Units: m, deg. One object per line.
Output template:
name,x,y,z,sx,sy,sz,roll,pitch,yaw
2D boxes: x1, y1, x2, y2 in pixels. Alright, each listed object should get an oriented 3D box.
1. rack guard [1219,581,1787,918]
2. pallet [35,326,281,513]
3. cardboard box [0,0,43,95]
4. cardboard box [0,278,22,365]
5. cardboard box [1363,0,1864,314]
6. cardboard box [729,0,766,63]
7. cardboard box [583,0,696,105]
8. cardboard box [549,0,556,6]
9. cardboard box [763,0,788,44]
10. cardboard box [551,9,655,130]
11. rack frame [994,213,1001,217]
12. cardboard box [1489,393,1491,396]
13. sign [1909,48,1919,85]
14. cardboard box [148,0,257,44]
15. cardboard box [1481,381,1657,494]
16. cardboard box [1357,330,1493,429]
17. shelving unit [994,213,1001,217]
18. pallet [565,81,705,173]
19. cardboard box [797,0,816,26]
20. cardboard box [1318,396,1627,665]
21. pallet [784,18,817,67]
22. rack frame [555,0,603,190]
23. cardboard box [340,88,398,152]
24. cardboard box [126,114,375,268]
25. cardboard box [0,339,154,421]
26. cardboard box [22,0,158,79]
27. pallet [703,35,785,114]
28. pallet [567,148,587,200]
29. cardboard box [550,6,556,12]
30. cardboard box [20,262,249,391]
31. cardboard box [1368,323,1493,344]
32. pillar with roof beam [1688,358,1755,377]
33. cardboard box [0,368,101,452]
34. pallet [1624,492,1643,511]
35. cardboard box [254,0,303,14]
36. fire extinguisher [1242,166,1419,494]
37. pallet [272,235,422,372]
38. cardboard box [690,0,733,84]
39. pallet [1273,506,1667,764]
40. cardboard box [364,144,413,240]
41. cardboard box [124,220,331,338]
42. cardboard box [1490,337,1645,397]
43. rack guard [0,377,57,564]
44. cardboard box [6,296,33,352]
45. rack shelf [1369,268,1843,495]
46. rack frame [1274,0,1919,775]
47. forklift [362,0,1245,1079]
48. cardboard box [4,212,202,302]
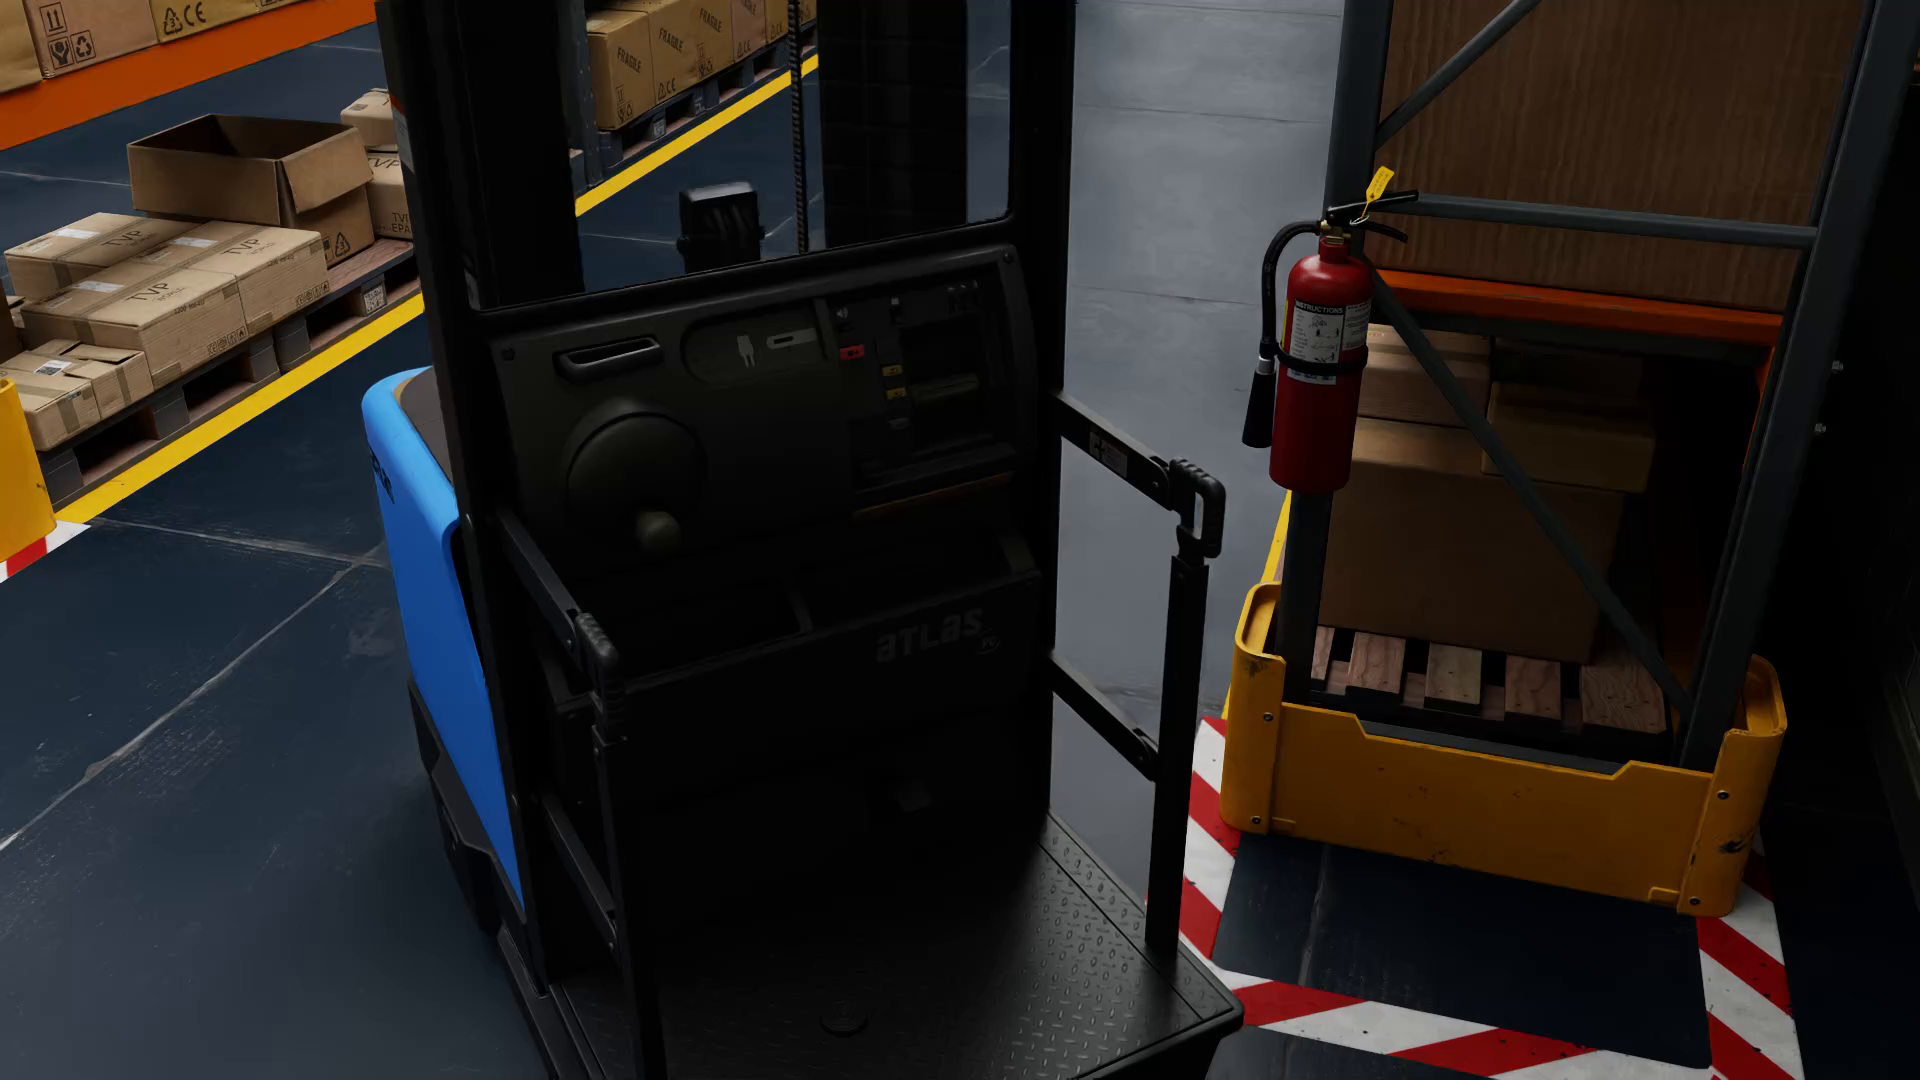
rack guard,1.224,0.474,3.883,1.175,0.500,0.348,8,30,15
pallet,-3.250,-0.522,5.971,1.003,0.211,1.213,8,30,15
cardboard box,-3.123,-1.547,4.842,0.500,0.500,0.500,9,30,16
cardboard box,-3.582,-0.722,5.581,0.500,0.500,0.500,8,30,15
cardboard box,1.371,-0.999,3.651,0.980,0.700,0.700,10,31,17
cardboard box,-1.508,-3.199,10.033,0.500,0.500,0.500,7,30,13
cardboard box,-1.811,-2.733,9.196,0.500,0.500,0.500,9,30,16
cardboard box,-2.308,-2.792,9.302,0.500,0.500,0.500,9,30,15
cardboard box,-1.360,-3.444,10.473,0.500,0.500,0.500,7,30,13
cardboard box,-1.957,-2.483,8.747,0.500,0.500,0.500,7,30,13
rack frame,0.020,-0.491,5.052,0.200,1.050,0.008,8,30,15
cardboard box,1.488,-0.293,4.830,0.700,0.500,0.500,8,30,15
sign,1.760,-0.960,2.919,0.100,0.325,0.005,8,30,15
cardboard box,-2.827,-2.020,5.693,0.500,0.500,0.500,8,30,15
cardboard box,1.495,-0.257,4.098,0.380,0.149,0.250,9,30,15
cardboard box,1.204,-0.429,4.408,0.380,0.149,0.250,8,30,14
shelving unit,-0.016,-0.434,4.950,0.215,1.050,0.252,8,30,15
pallet,-2.129,-2.358,9.272,1.003,0.211,1.213,8,30,15
cardboard box,-1.208,-3.684,10.906,0.500,0.500,0.500,10,31,17
cardboard box,1.341,-0.060,4.412,0.700,0.500,0.500,8,30,15
pallet,-1.413,-3.492,11.310,1.003,0.211,1.213,8,30,15
rack frame,-2.332,-3.193,7.905,1.000,3.000,0.127,8,30,15
cardboard box,-2.662,-2.046,8.156,0.500,0.311,0.500,8,30,15
cardboard box,-2.878,-1.421,6.834,0.797,0.503,0.637,8,30,15
cardboard box,-2.981,-0.550,5.616,0.380,0.166,0.250,8,30,15
cardboard box,-2.977,-1.787,5.274,0.500,0.500,0.500,8,30,14
pallet,-1.773,-2.927,10.294,1.003,0.211,1.213,8,30,15
pallet,-2.534,-1.656,8.009,1.003,0.211,1.213,8,30,15
cardboard box,-2.461,-2.563,8.891,0.500,0.500,0.500,8,30,15
cardboard box,-2.928,-0.770,5.924,0.500,0.250,0.500,8,30,15
cardboard box,1.279,-0.548,4.622,0.380,0.149,0.250,9,30,16
pillar with roof beam,-1.089,-5.275,5.476,9.100,9.000,0.400,8,30,15
cardboard box,-3.054,-0.426,5.411,0.380,0.149,0.250,8,30,15
pallet,1.751,-0.359,5.678,1.003,0.211,1.213,8,30,15
cardboard box,-2.679,-2.252,6.110,0.500,0.500,0.500,9,30,16
fire extinguisher,0.746,-0.428,3.398,0.296,0.674,0.183,8,30,15
pallet,-2.890,-1.087,6.987,1.003,0.211,1.213,8,30,15
cardboard box,-1.657,-2.964,9.611,0.500,0.500,0.500,9,30,15
pallet,1.391,0.207,4.662,1.003,0.211,1.213,8,30,15
cardboard box,-2.448,-1.557,7.276,0.500,0.311,0.500,8,30,15
cardboard box,-2.781,-1.002,6.342,0.500,0.250,0.500,8,30,15
cardboard box,1.643,-0.492,4.522,0.380,0.149,0.250,9,30,15
rack guard,-3.483,-0.277,5.234,1.175,0.500,0.348,8,30,15
cardboard box,-3.377,-0.752,5.978,0.380,0.166,0.250,8,30,15
rack shelf,1.818,-1.244,5.141,1.077,0.370,4.000,8,30,15
rack frame,1.231,-0.629,3.296,1.000,3.000,0.127,8,30,15
forklift,-0.184,-0.194,2.584,1.130,2.935,3.031,-15,32,-25
cardboard box,-3.274,-1.050,6.428,0.500,0.250,0.500,8,30,15
